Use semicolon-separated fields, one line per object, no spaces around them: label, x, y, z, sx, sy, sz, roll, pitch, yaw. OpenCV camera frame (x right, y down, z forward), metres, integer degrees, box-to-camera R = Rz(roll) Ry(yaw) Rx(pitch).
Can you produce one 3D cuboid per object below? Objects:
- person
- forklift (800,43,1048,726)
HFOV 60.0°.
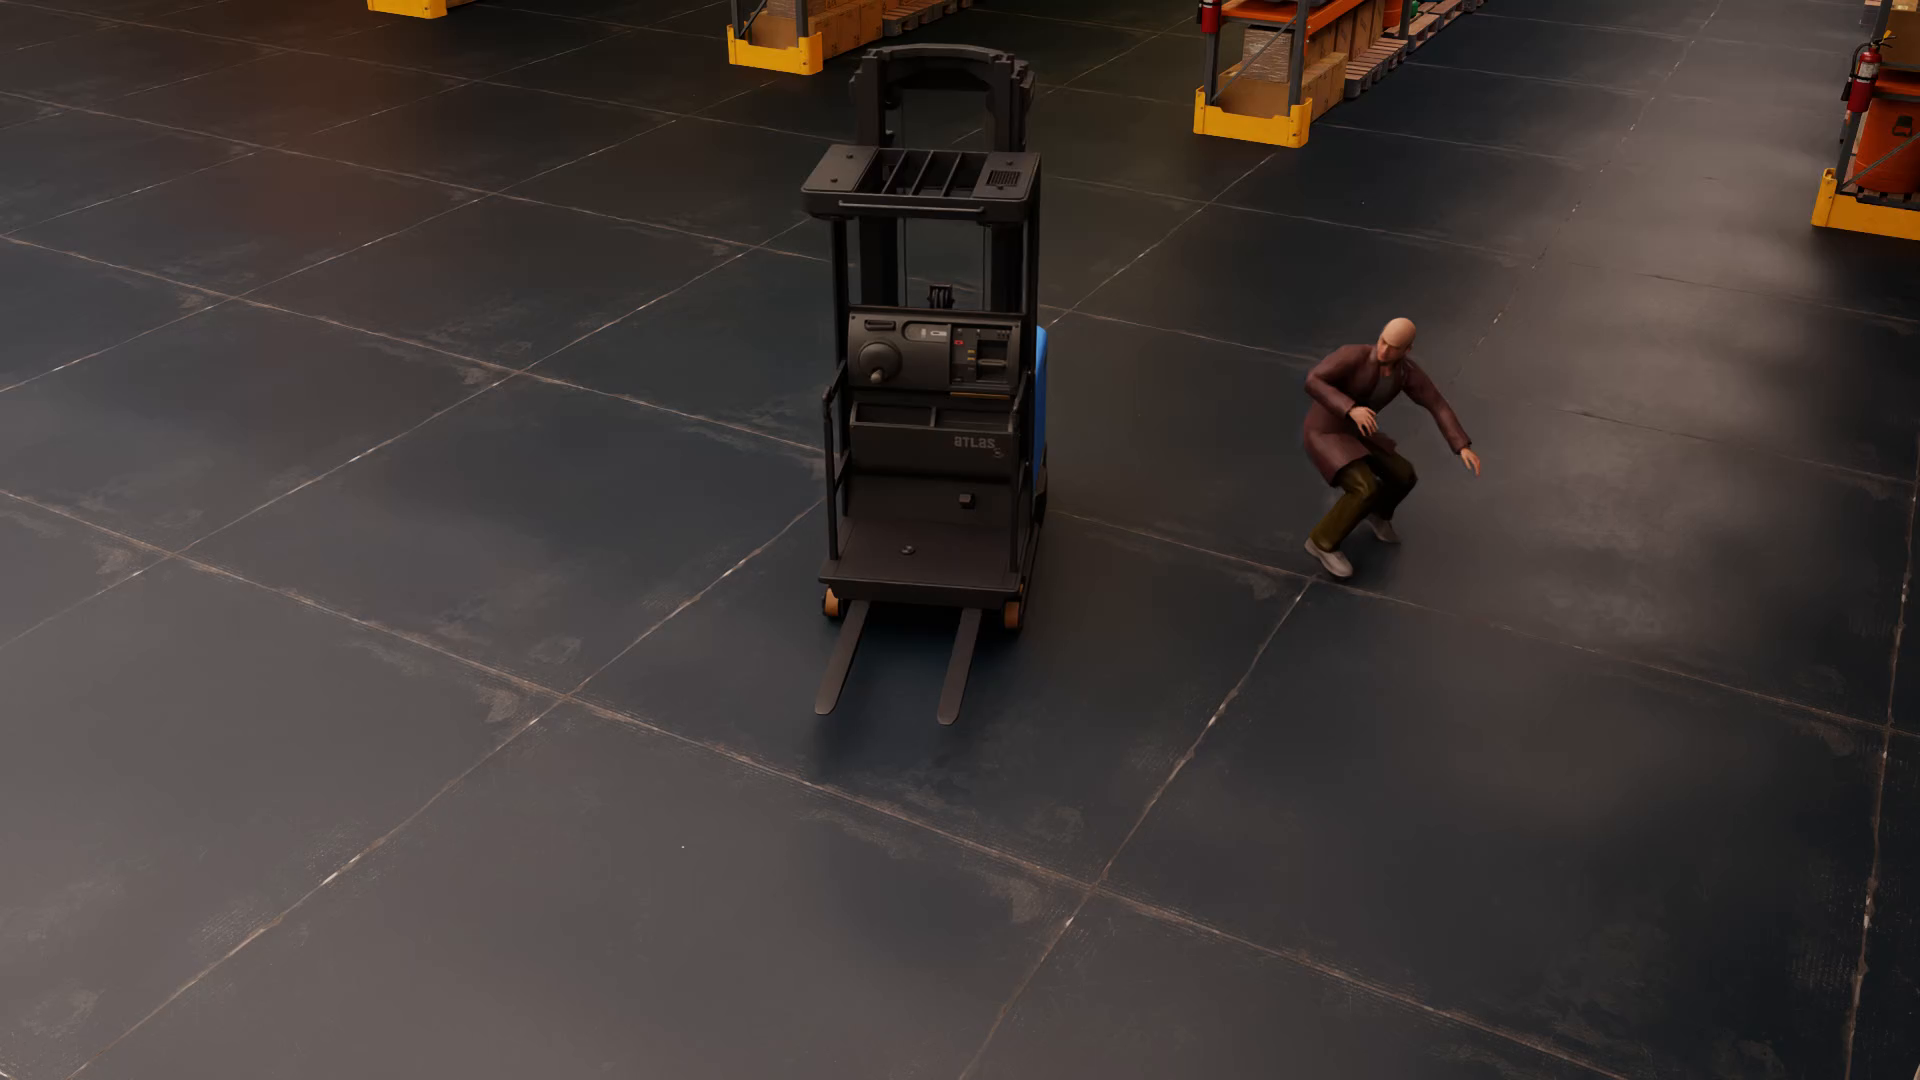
person;2.369;-0.515;9.428;0.846;1.532;0.910;-20;35;-31
forklift;-0.166;-0.958;8.730;1.130;2.935;3.031;4;30;7
